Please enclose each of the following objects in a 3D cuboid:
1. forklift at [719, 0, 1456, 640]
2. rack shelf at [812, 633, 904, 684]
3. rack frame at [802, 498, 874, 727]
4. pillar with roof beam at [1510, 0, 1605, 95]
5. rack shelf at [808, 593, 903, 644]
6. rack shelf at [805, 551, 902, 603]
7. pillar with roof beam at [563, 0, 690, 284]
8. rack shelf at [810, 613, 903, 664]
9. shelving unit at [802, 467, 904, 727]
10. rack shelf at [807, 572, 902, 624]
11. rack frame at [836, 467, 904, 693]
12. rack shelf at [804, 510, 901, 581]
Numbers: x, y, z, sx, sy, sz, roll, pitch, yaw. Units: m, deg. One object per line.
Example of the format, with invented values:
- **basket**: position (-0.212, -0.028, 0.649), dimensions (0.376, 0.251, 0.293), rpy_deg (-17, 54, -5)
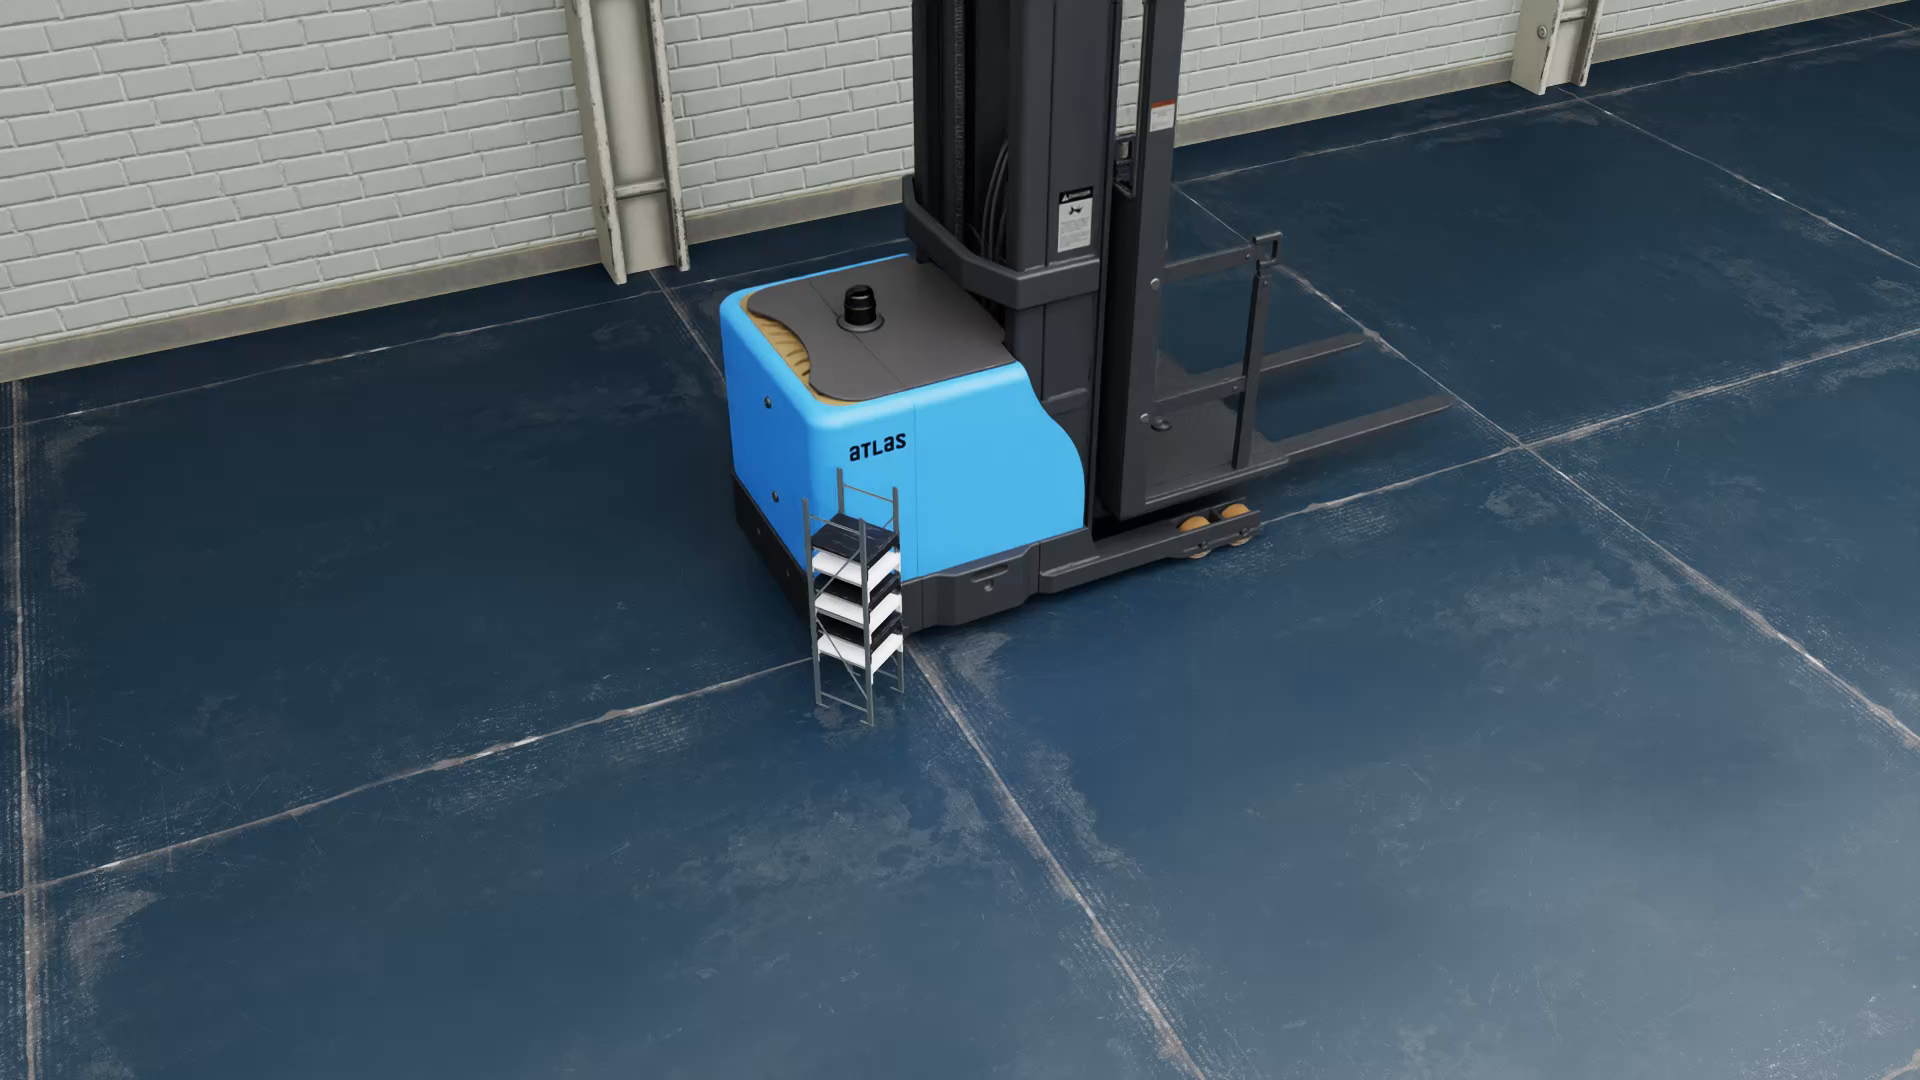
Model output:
- **forklift**: position (0.642, -1.368, 6.135), dimensions (3.031, 2.935, 1.130), rpy_deg (-17, 40, -21)
- **rack shelf**: position (-0.359, 0.379, 5.842), dimensions (0.258, 0.077, 0.200), rpy_deg (19, 41, 24)
- **rack frame**: position (-0.410, 0.260, 5.644), dimensions (0.240, 0.900, 0.006), rpy_deg (19, 41, 24)
- **pillar with roof beam**: position (5.615, -4.251, 4.928), dimensions (0.400, 9.000, 9.100), rpy_deg (-16, 39, -20)
- **rack shelf**: position (-0.359, 0.235, 5.734), dimensions (0.258, 0.077, 0.200), rpy_deg (19, 41, 24)
- **rack shelf**: position (-0.359, 0.090, 5.627), dimensions (0.258, 0.077, 0.200), rpy_deg (19, 41, 24)
- **pillar with roof beam**: position (0.184, -2.733, 2.881), dimensions (0.400, 9.000, 9.100), rpy_deg (-16, 39, -20)
- **rack shelf**: position (-0.359, 0.307, 5.788), dimensions (0.258, 0.077, 0.200), rpy_deg (19, 41, 24)
- **shelving unit**: position (-0.359, 0.208, 5.715), dimensions (0.258, 0.900, 0.210), rpy_deg (19, 41, 24)
- **rack shelf**: position (-0.359, 0.162, 5.681), dimensions (0.258, 0.077, 0.200), rpy_deg (19, 41, 24)
- **rack frame**: position (-0.308, 0.155, 5.785), dimensions (0.240, 0.900, 0.006), rpy_deg (19, 41, 24)
- **rack shelf**: position (-0.359, 0.018, 5.574), dimensions (0.258, 0.077, 0.200), rpy_deg (19, 41, 24)
